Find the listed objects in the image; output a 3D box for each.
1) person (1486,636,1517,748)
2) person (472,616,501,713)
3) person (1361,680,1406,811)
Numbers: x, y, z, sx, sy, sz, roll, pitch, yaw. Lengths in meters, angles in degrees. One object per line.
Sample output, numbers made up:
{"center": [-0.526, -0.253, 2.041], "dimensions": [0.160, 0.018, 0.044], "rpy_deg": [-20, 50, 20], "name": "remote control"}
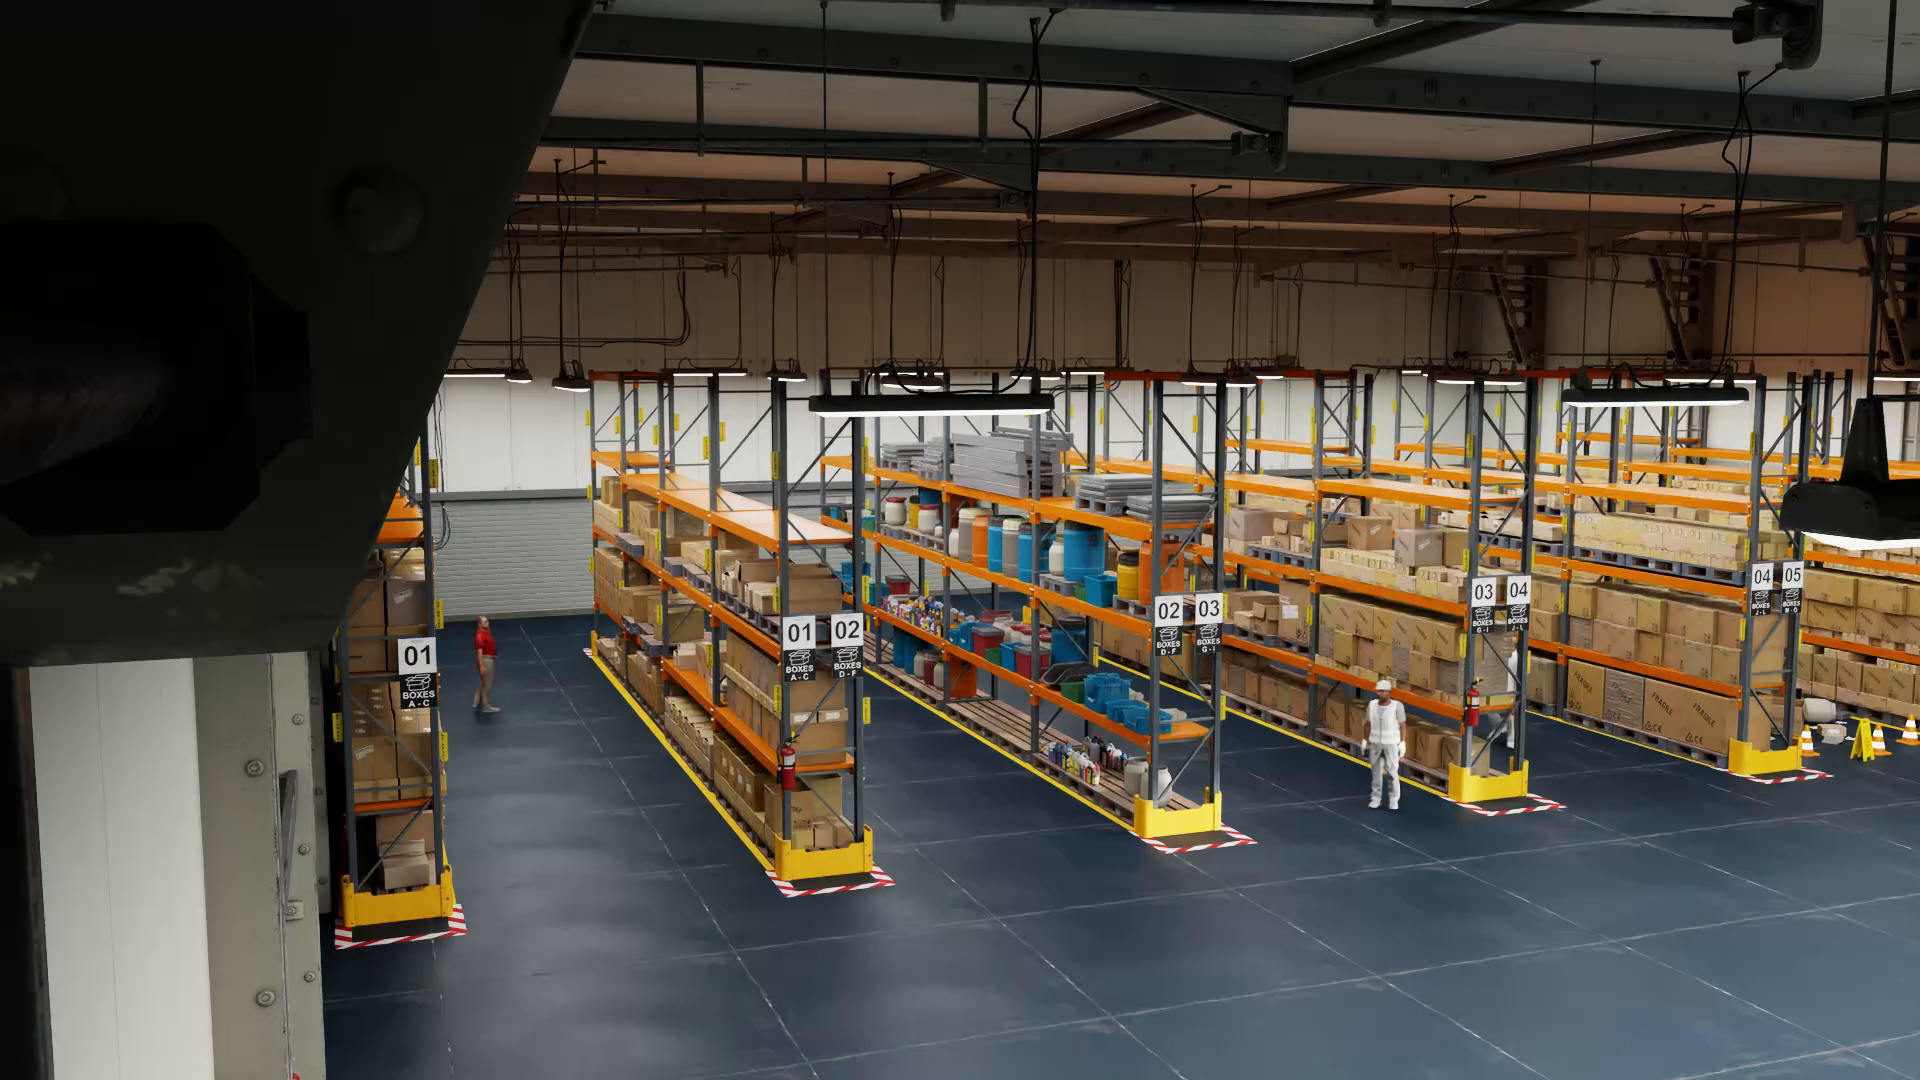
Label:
{"center": [8.845, 2.431, 26.980], "dimensions": [0.655, 1.780, 0.546], "rpy_deg": [6, 9, 44], "name": "person"}
{"center": [-8.386, 2.201, 29.371], "dimensions": [0.467, 1.740, 0.571], "rpy_deg": [-3, 7, -23], "name": "person"}
{"center": [5.902, 2.850, 23.215], "dimensions": [0.611, 1.795, 0.386], "rpy_deg": [4, 8, 35], "name": "person"}
